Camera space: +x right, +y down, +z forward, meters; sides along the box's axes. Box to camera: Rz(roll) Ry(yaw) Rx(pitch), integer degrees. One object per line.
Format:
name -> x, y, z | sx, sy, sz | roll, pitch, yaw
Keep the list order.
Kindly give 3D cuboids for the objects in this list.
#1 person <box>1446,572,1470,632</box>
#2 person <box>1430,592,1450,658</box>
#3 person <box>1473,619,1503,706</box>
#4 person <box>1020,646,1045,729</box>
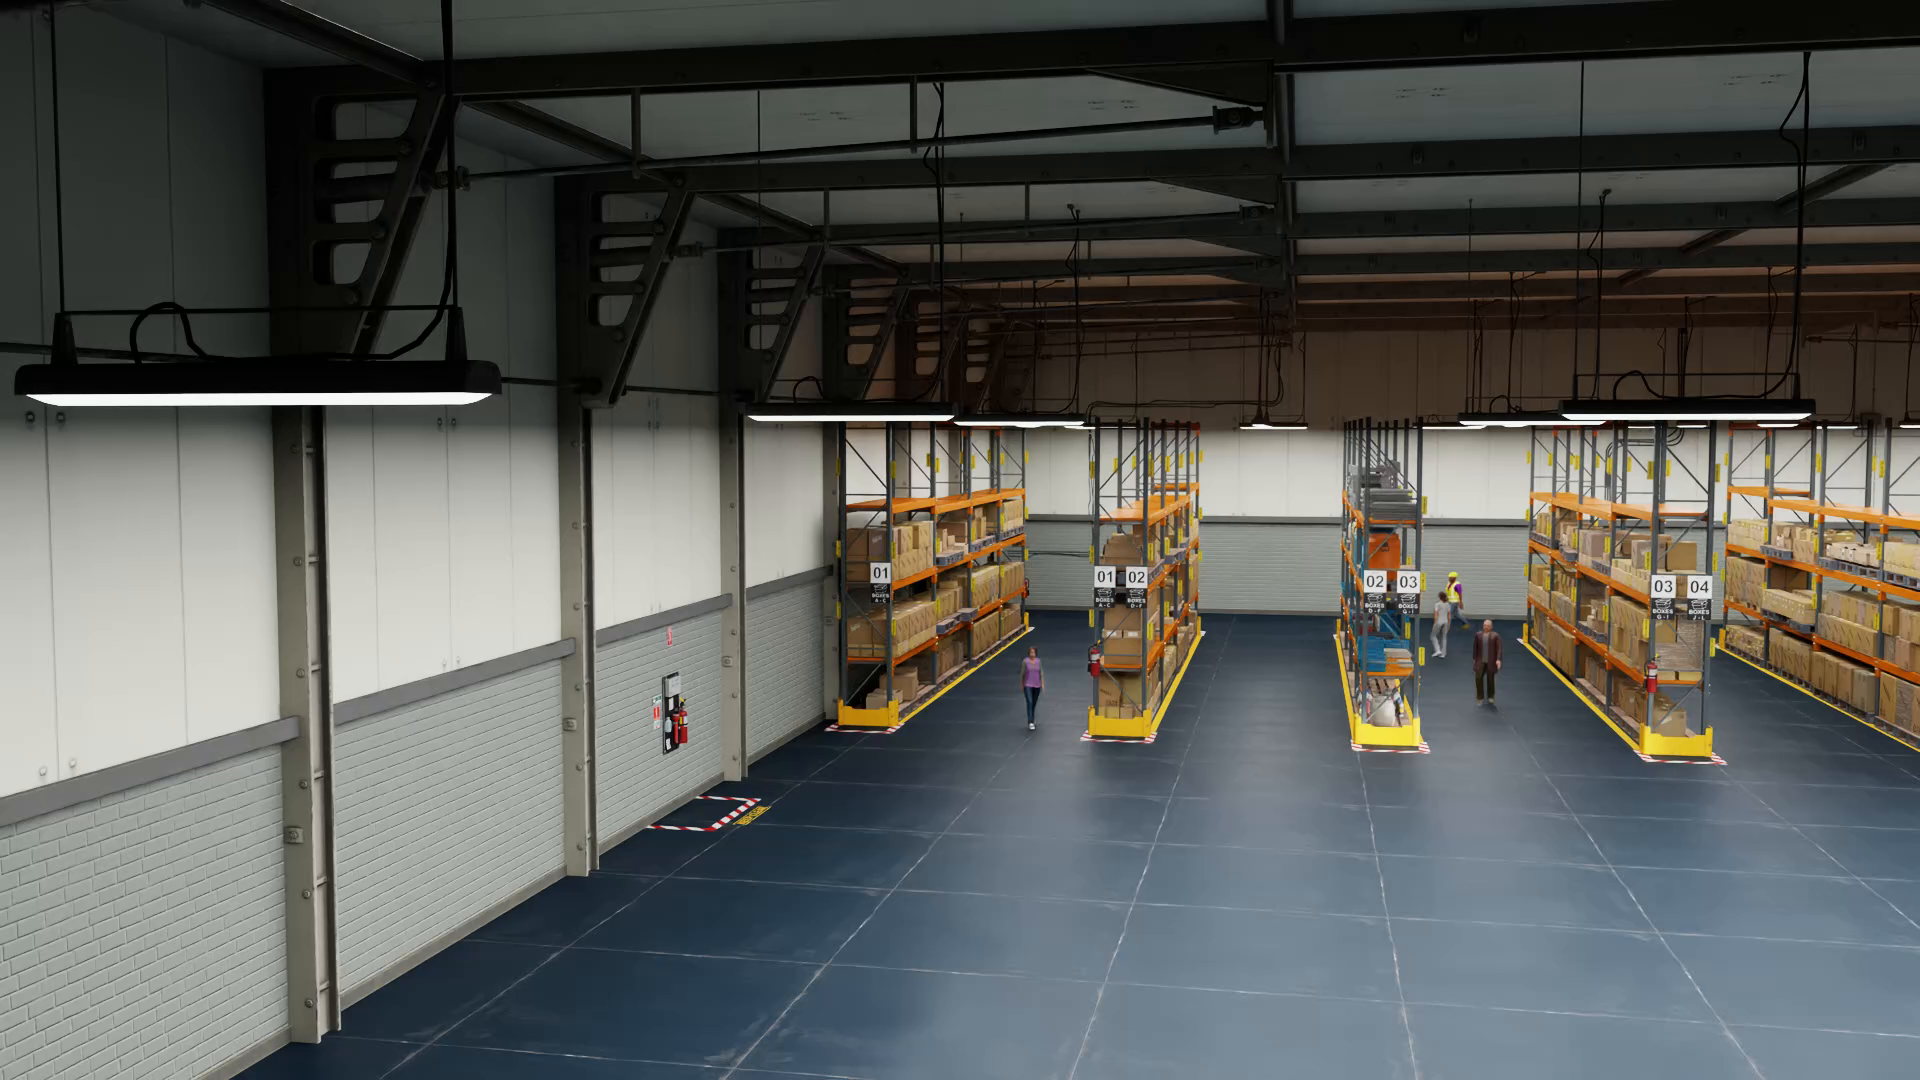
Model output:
person -> 14.136, 1.772, 47.589 | 0.997, 1.727, 0.579 | -1, 4, -8
person -> 12.227, 2.160, 42.259 | 0.484, 1.697, 0.388 | -1, 4, -16
person -> 11.067, 2.591, 34.931 | 0.623, 1.848, 0.605 | 2, 4, 30
person -> 1.411, 2.835, 32.210 | 0.430, 1.556, 0.863 | -1, 4, -15
